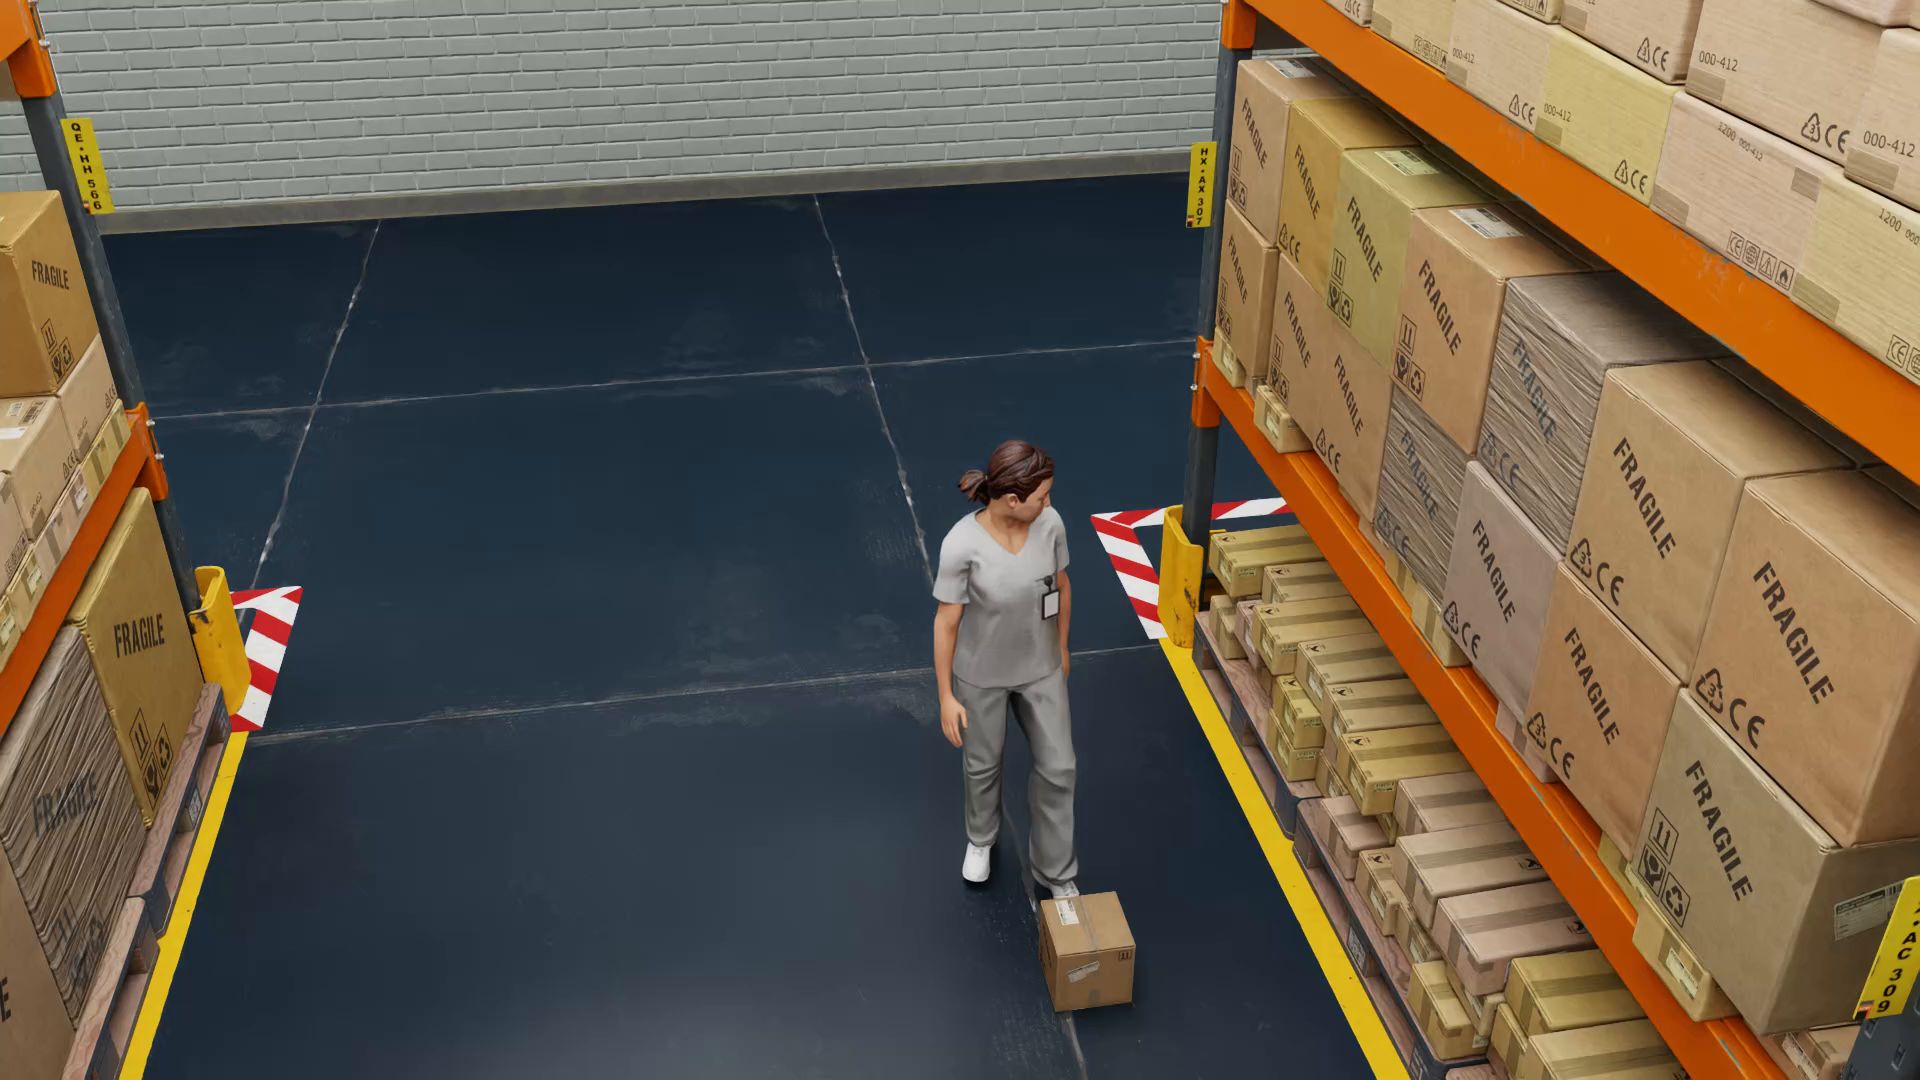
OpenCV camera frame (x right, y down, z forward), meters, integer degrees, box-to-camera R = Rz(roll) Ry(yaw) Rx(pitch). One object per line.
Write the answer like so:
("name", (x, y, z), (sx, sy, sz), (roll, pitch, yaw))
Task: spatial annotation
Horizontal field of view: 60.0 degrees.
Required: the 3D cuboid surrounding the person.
("person", (0.156, 0.478, 5.306), (0.494, 1.695, 0.588), (-7, 32, -12))
